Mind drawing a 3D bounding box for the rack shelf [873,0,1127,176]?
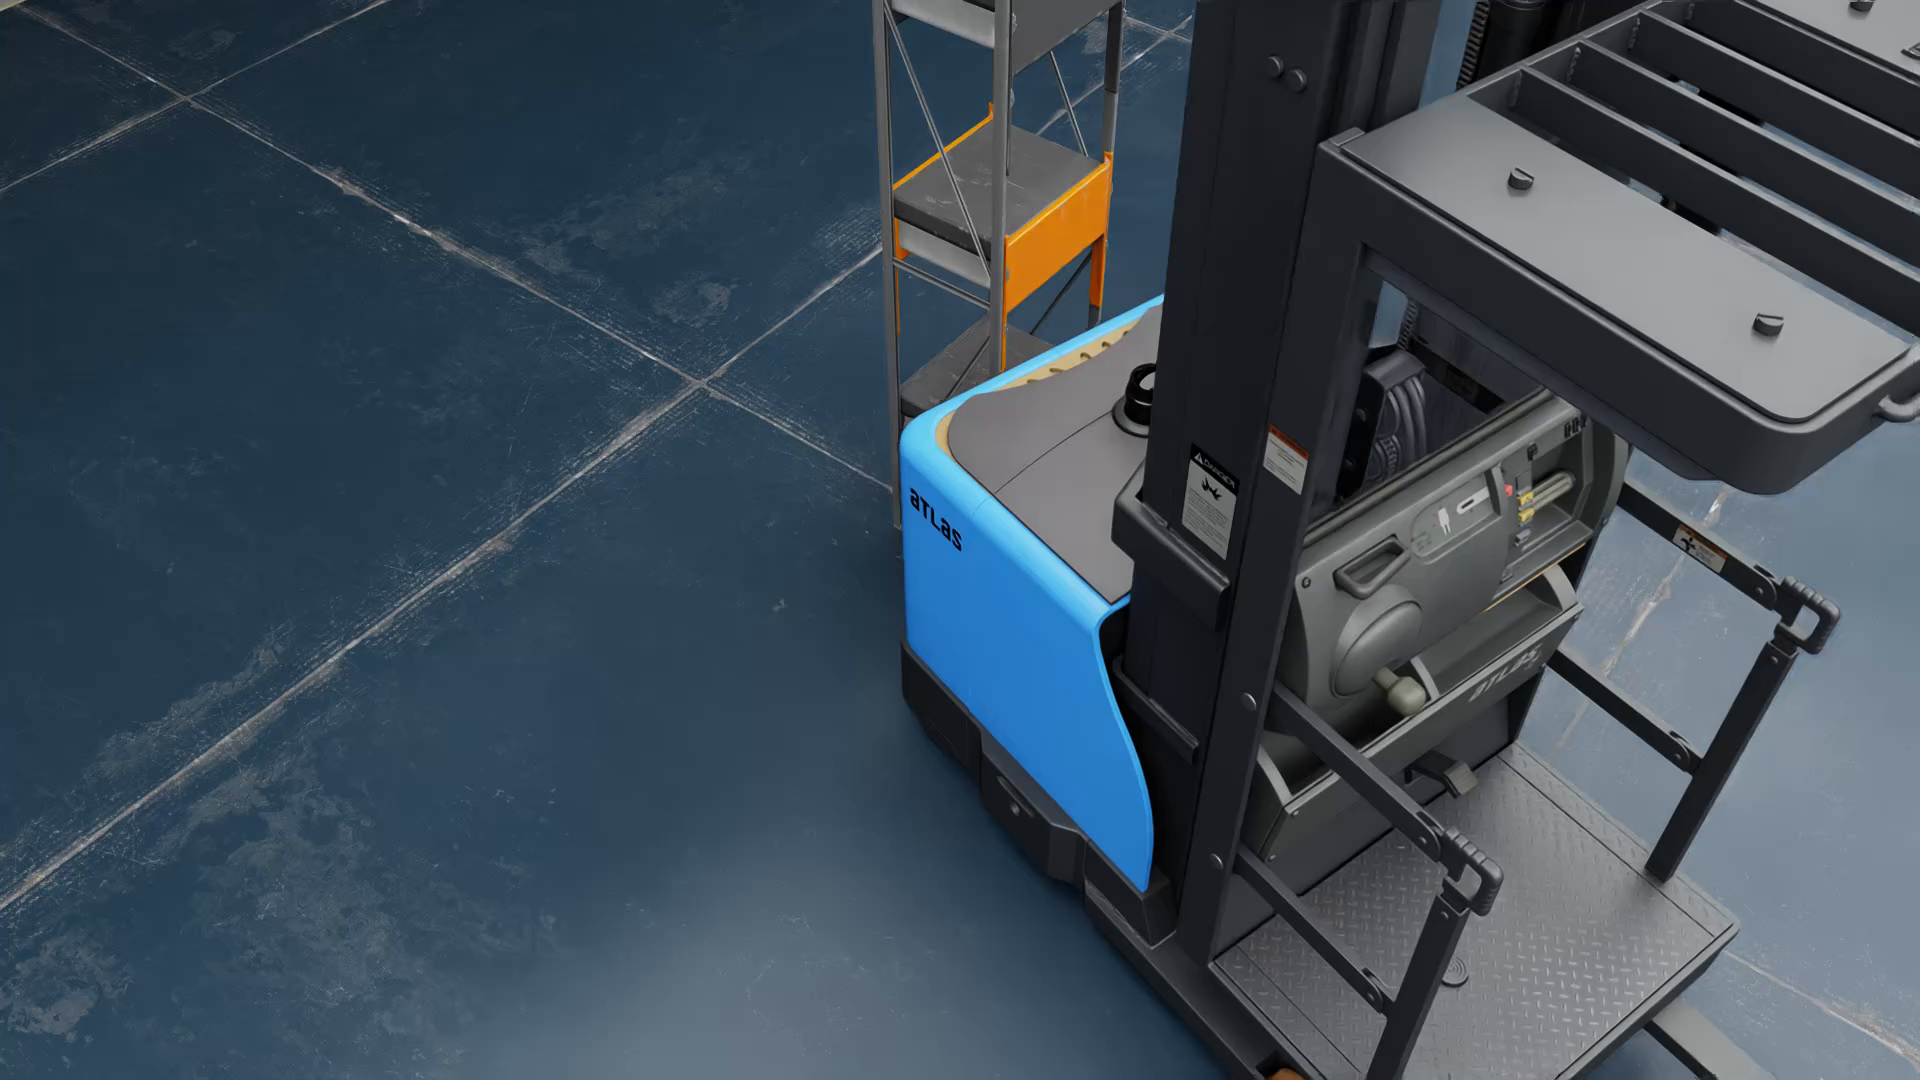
[{"bbox_3d":[0.101,-1.294,4.085,0.431,0.518,0.480,29,53,25],"label":"rack shelf"}]

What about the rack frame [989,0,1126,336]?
[{"bbox_3d":[0.250,-0.960,4.715,0.400,2.100,0.015,29,53,25],"label":"rack frame"}]

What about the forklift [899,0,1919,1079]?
[{"bbox_3d":[1.120,0.095,3.133,1.130,2.935,3.031,-28,53,-24],"label":"forklift"}]

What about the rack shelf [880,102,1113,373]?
[{"bbox_3d":[0.101,-0.811,4.591,0.431,0.518,0.480,29,53,25],"label":"rack shelf"}]

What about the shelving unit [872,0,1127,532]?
[{"bbox_3d":[0.101,-0.820,4.581,0.431,2.100,0.503,29,53,25],"label":"shelving unit"}]

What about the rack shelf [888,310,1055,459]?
[{"bbox_3d":[0.101,-0.327,5.097,0.431,0.518,0.480,29,53,25],"label":"rack shelf"}]

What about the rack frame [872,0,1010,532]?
[{"bbox_3d":[-0.048,-0.680,4.448,0.400,2.100,0.015,29,53,25],"label":"rack frame"}]
